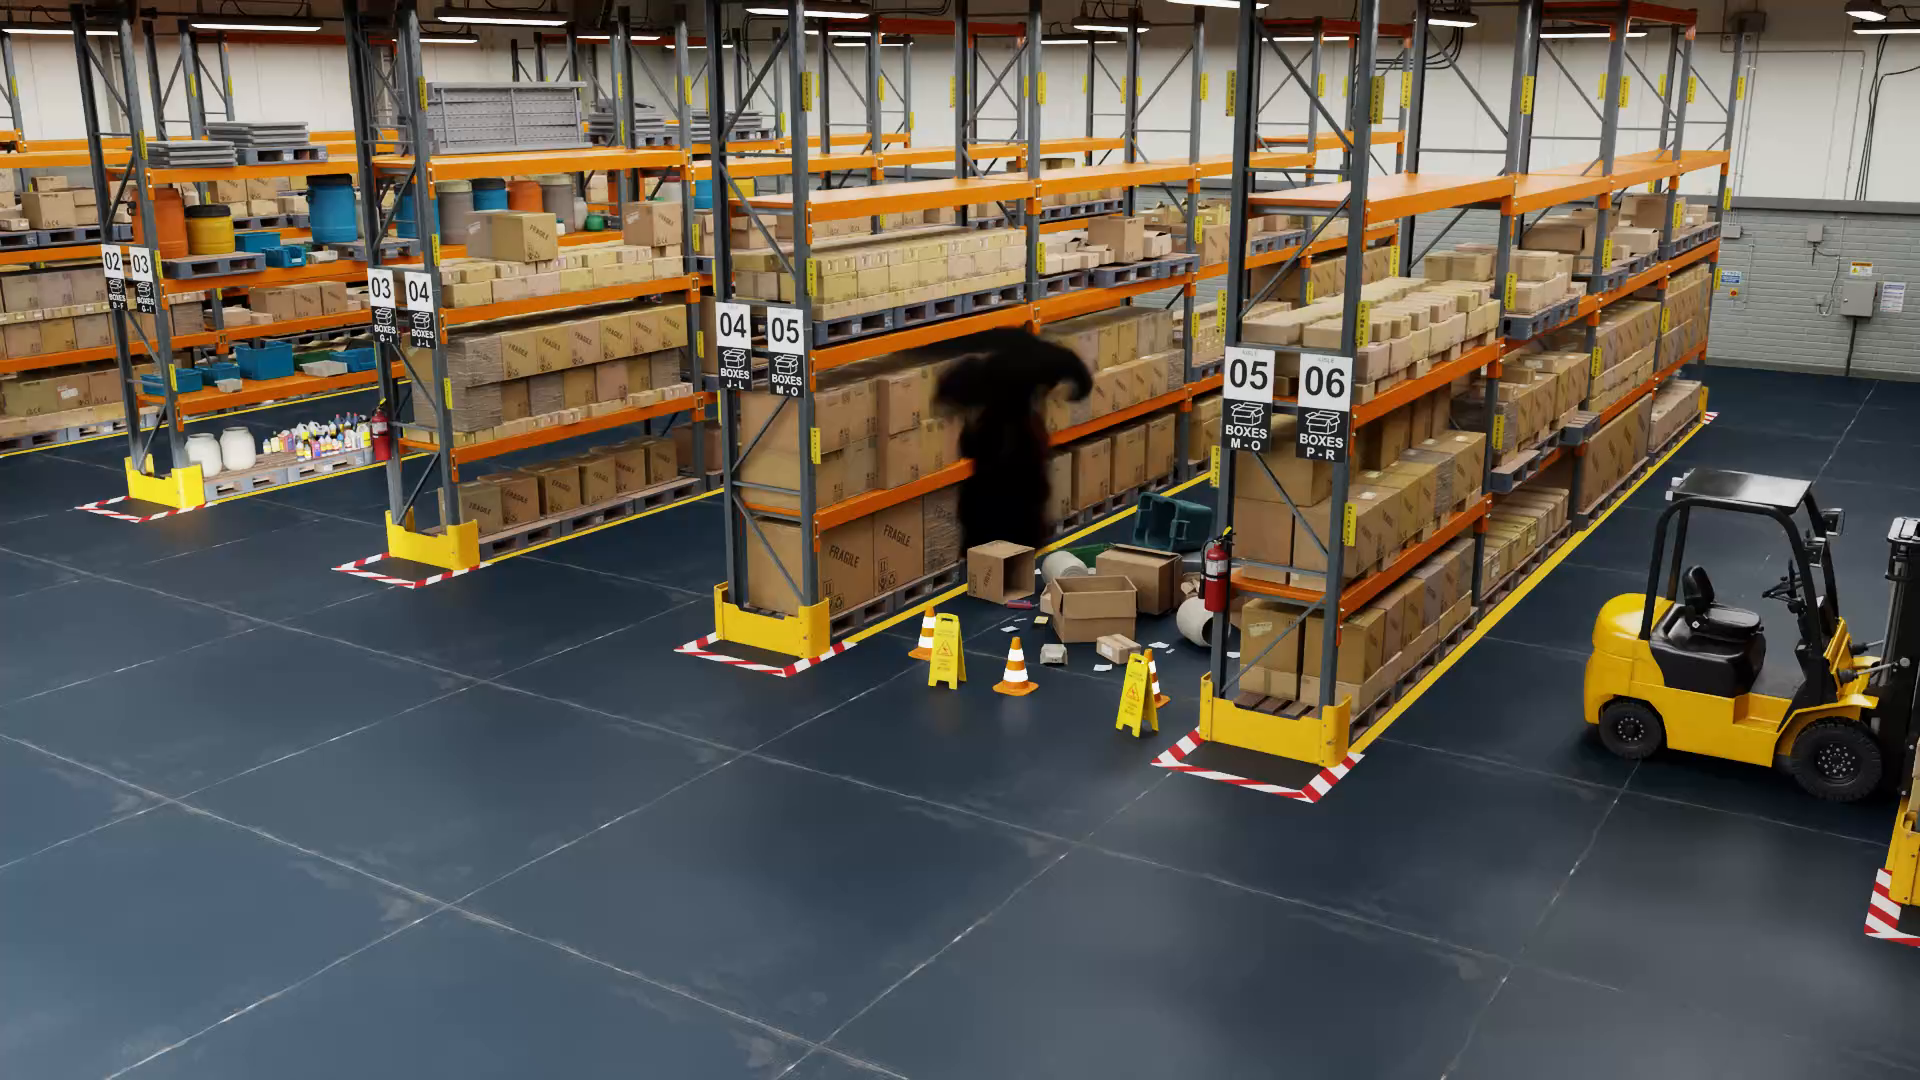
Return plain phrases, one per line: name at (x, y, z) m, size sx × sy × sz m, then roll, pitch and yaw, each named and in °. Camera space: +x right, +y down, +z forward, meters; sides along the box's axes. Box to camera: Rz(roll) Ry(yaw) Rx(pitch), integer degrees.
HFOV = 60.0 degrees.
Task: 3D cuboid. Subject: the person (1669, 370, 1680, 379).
person at (11.712, -3.268, 27.988) m, size 0.766 × 1.608 × 0.595 m, roll 6°, pitch 17°, yaw 20°
